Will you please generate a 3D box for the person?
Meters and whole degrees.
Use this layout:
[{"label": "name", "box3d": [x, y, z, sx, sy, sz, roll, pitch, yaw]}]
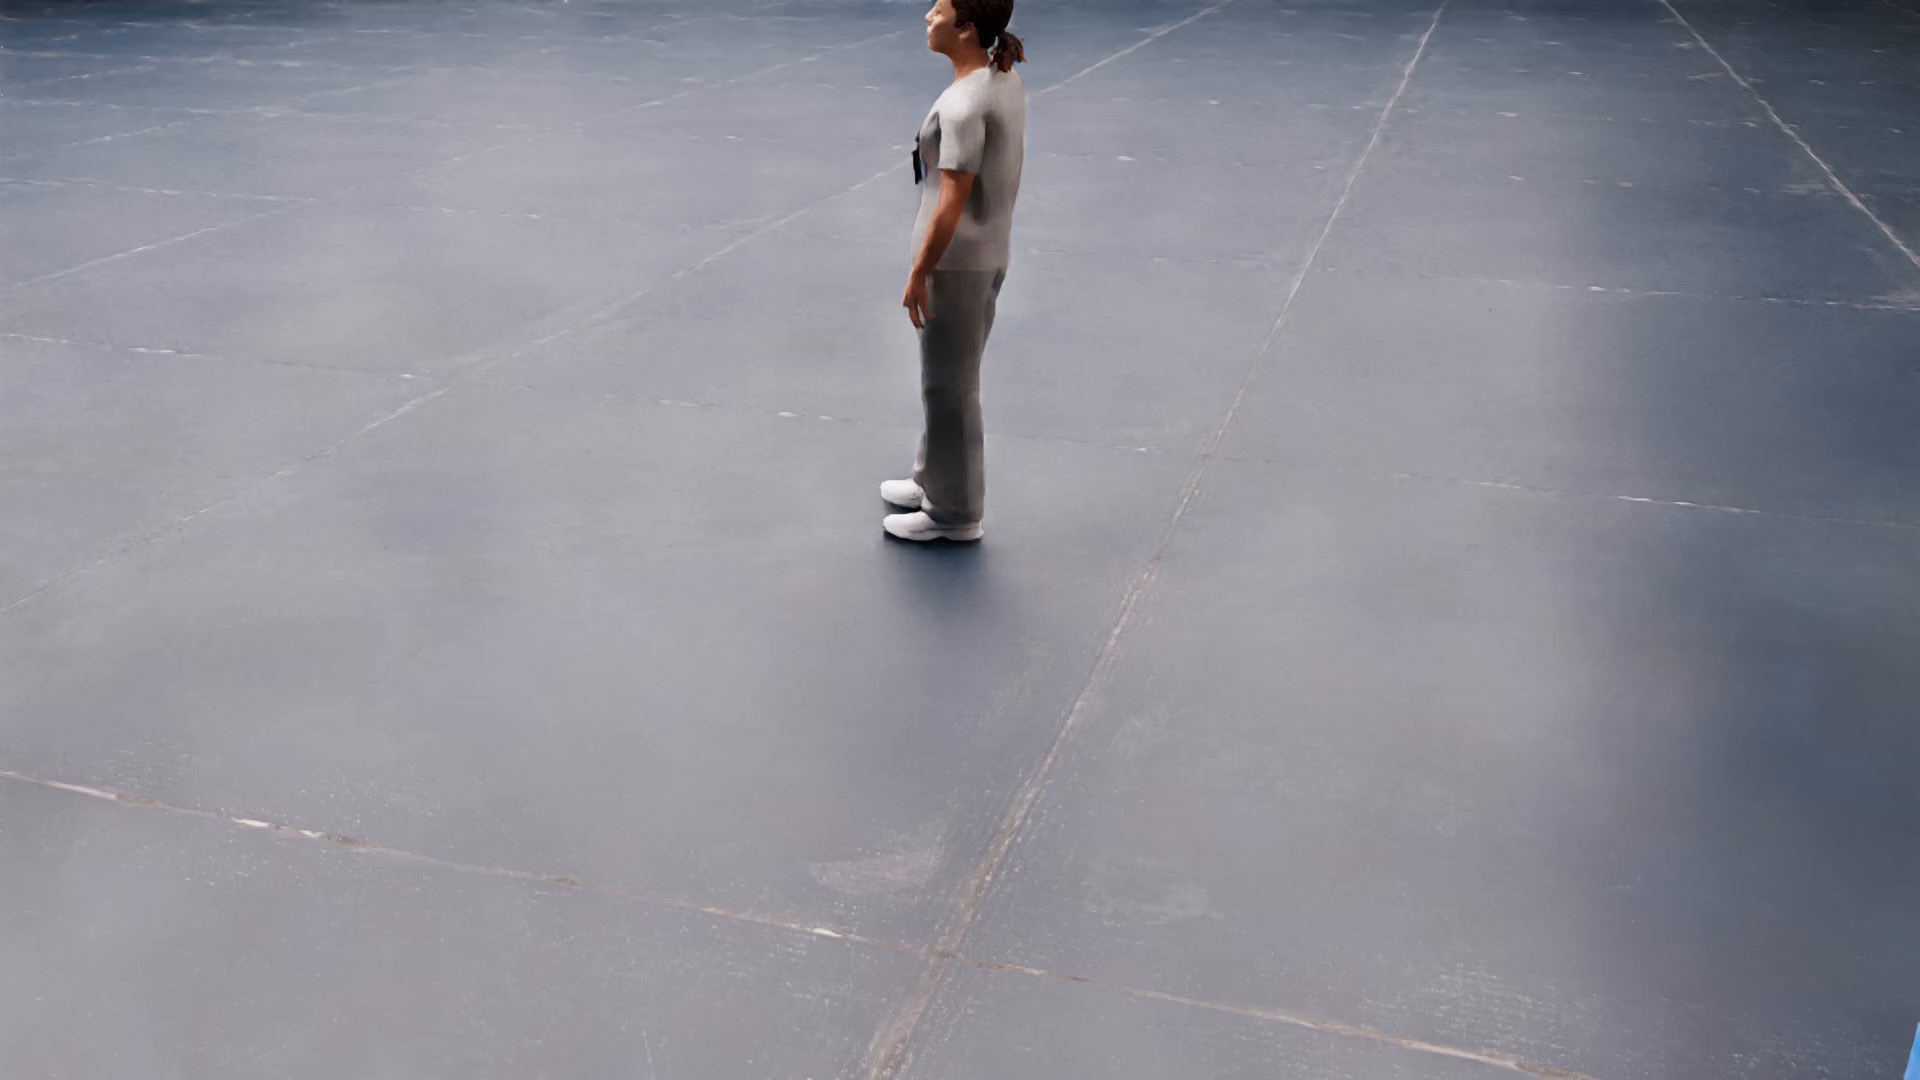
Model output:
[{"label": "person", "box3d": [-0.067, -0.790, 4.832, 0.548, 1.664, 0.550, 7, 23, 16]}]
